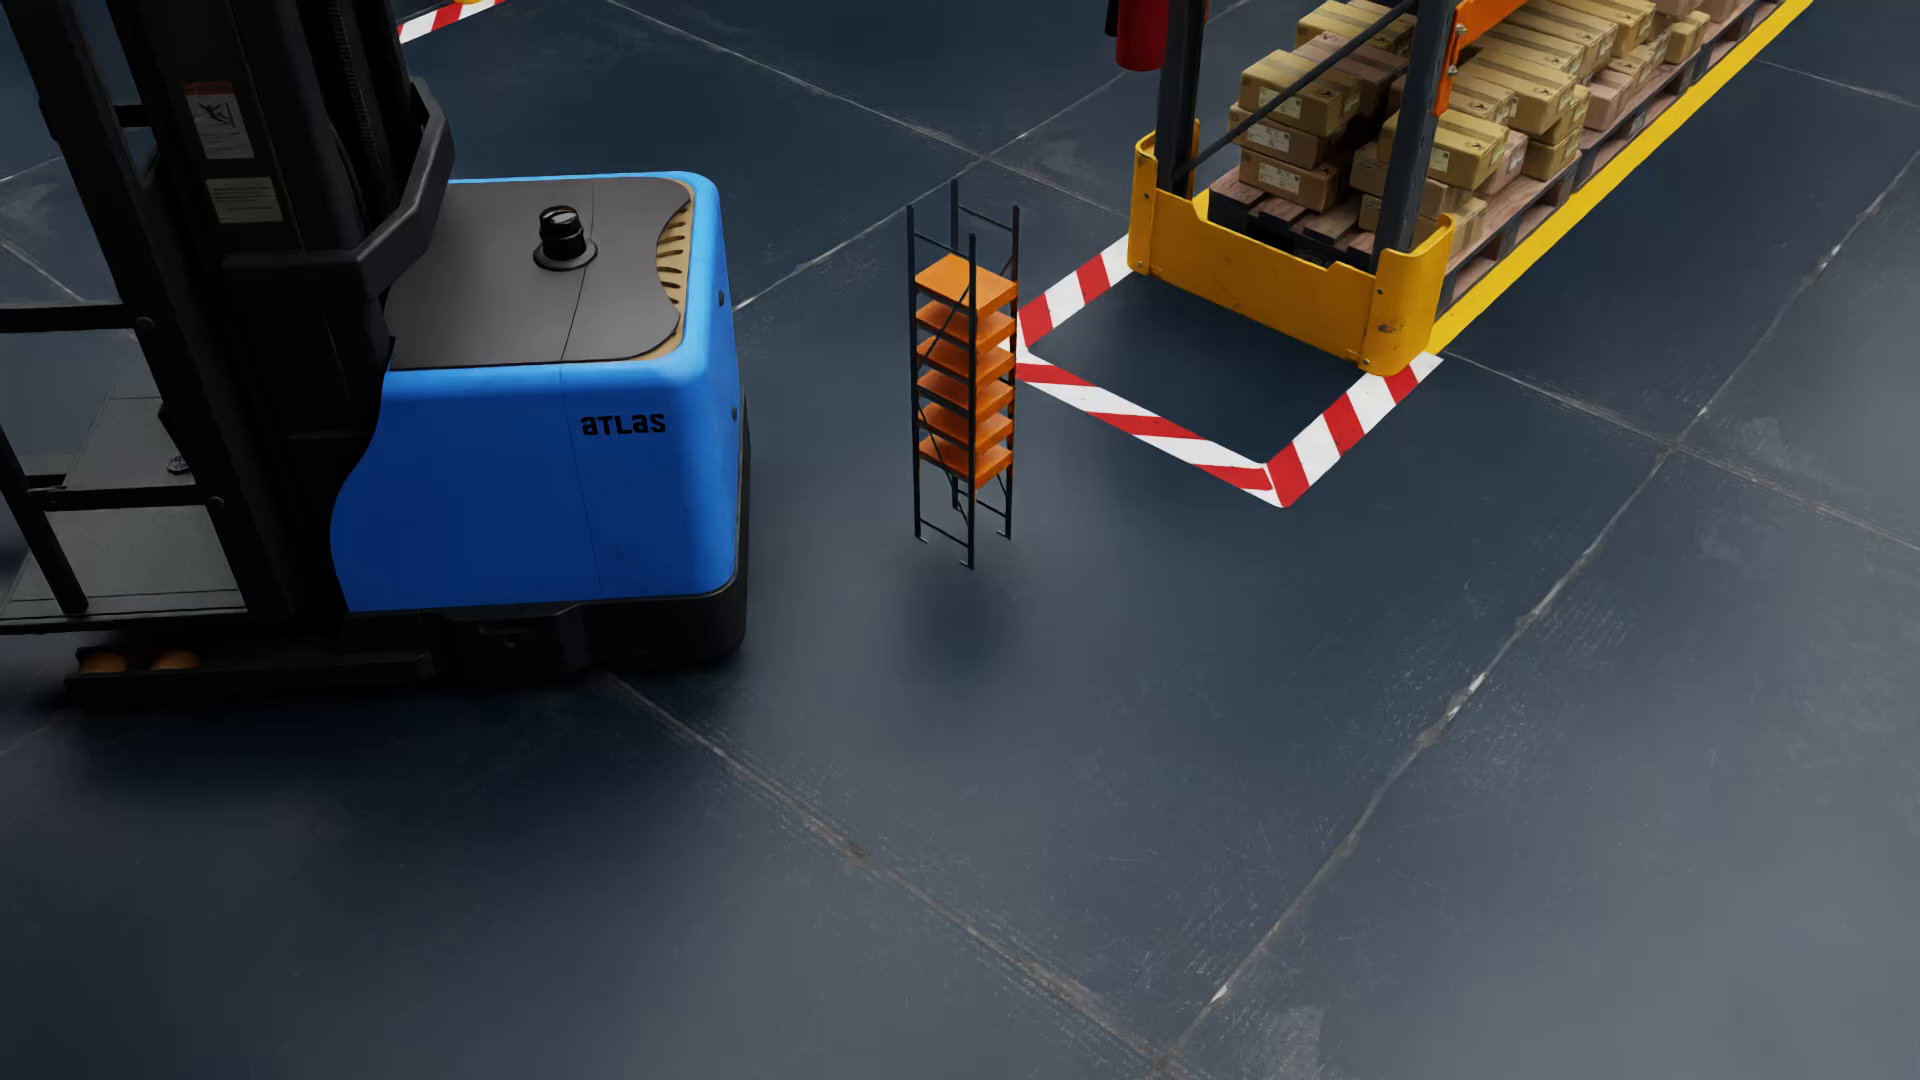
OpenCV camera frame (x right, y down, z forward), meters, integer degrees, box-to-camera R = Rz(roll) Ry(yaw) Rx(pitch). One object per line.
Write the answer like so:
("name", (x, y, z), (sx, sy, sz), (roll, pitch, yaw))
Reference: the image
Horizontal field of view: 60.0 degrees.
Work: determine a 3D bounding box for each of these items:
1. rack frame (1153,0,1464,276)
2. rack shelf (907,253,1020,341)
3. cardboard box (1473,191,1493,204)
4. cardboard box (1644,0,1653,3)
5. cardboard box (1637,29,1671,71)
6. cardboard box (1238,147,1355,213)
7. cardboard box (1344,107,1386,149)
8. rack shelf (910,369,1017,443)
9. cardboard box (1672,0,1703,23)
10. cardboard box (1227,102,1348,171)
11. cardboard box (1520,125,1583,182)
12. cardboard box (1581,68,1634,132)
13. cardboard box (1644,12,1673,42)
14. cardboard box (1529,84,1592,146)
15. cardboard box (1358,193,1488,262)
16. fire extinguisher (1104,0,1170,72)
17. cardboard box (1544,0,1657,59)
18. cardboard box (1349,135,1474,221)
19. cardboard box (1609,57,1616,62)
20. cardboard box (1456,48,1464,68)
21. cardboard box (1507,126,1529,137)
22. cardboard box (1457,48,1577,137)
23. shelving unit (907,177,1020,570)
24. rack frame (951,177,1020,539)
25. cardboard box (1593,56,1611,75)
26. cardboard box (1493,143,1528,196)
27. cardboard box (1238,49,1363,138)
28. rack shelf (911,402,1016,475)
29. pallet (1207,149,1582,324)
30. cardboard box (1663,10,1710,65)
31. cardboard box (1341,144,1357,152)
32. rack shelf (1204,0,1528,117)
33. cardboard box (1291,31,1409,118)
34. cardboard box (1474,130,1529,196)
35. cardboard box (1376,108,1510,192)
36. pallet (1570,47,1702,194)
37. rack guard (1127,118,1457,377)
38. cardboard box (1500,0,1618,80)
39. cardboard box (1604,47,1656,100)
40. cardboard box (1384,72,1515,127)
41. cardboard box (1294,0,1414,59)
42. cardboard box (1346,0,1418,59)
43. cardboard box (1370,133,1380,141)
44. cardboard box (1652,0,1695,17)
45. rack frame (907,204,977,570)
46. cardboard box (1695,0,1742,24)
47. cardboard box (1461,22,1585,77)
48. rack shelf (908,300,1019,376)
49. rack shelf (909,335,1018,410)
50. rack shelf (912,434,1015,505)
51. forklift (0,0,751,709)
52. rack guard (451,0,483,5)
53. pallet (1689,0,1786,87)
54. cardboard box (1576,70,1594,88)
("rack frame", (1.126, -1.971, 5.188), (1.000, 3.000, 0.127), (29, 50, 28))
("rack shelf", (0.009, -0.685, 4.642), (0.258, 0.103, 0.180), (29, 50, 28))
("cardboard box", (1.814, -1.373, 6.337), (0.380, 0.149, 0.250), (29, 50, 28))
("cardboard box", (2.643, -2.271, 6.883), (0.380, 0.149, 0.250), (30, 50, 29))
("cardboard box", (2.823, -2.144, 7.185), (0.380, 0.149, 0.250), (30, 50, 29))
("cardboard box", (1.305, -1.433, 6.403), (0.380, 0.149, 0.250), (30, 50, 29))
("cardboard box", (1.456, -1.688, 6.463), (0.380, 0.149, 0.250), (28, 49, 28))
("rack shelf", (0.009, -0.419, 4.884), (0.258, 0.103, 0.180), (29, 50, 28))
("cardboard box", (3.031, -2.425, 7.273), (0.380, 0.149, 0.250), (31, 51, 29))
("cardboard box", (1.247, -1.577, 6.341), (0.380, 0.149, 0.250), (28, 49, 27))
("cardboard box", (2.217, -1.588, 6.574), (0.380, 0.149, 0.250), (30, 50, 29))
("cardboard box", (2.535, -1.851, 6.863), (0.380, 0.149, 0.250), (27, 49, 27))
("cardboard box", (2.844, -2.296, 7.131), (0.380, 0.149, 0.250), (27, 49, 27))
("cardboard box", (2.217, -1.706, 6.483), (0.380, 0.149, 0.250), (31, 51, 30))
("cardboard box", (1.708, -1.203, 6.150), (0.380, 0.149, 0.250), (31, 50, 29))
("fire extinguisher", (0.610, -1.875, 5.417), (0.296, 0.674, 0.183), (29, 50, 28))
("cardboard box", (2.555, -2.101, 6.695), (0.380, 0.149, 0.250), (30, 50, 29))
("cardboard box", (1.659, -1.340, 6.080), (0.380, 0.149, 0.250), (32, 51, 30))
("cardboard box", (2.639, -2.176, 7.000), (0.380, 0.149, 0.250), (32, 51, 30))
("cardboard box", (1.832, -1.939, 6.739), (0.380, 0.149, 0.250), (29, 50, 28))
("cardboard box", (1.969, -1.621, 6.389), (0.380, 0.149, 0.250), (30, 50, 29))
("cardboard box", (2.068, -1.683, 6.236), (0.380, 0.149, 0.250), (29, 50, 28))
("shelving unit", (0.009, -0.451, 4.855), (0.258, 1.200, 0.189), (29, 50, 28))
("rack frame", (0.068, -0.498, 4.906), (0.240, 1.200, 0.006), (29, 50, 28))
("cardboard box", (2.458, -2.042, 6.852), (0.380, 0.149, 0.250), (32, 51, 30))
("cardboard box", (1.968, -1.504, 6.481), (0.380, 0.149, 0.250), (30, 50, 29))
("cardboard box", (1.272, -1.674, 6.226), (0.380, 0.149, 0.250), (30, 50, 29))
("rack shelf", (0.009, -0.330, 4.965), (0.258, 0.103, 0.180), (29, 50, 28))
("pallet", (1.725, -1.381, 6.612), (1.003, 0.211, 1.213), (29, 50, 28))
("cardboard box", (3.042, -2.249, 7.301), (0.380, 0.149, 0.250), (29, 50, 28))
("cardboard box", (1.393, -1.609, 6.597), (0.380, 0.149, 0.250), (31, 51, 30))
("rack shelf", (2.413, -2.735, 6.563), (1.077, 0.370, 4.000), (29, 50, 28))
("cardboard box", (1.478, -1.779, 6.341), (0.380, 0.149, 0.250), (30, 50, 29))
("cardboard box", (1.879, -1.457, 6.208), (0.380, 0.149, 0.250), (29, 50, 28))
("cardboard box", (1.723, -1.414, 5.941), (0.380, 0.149, 0.250), (27, 49, 27))
("pallet", (2.510, -2.007, 7.300), (1.003, 0.211, 1.213), (29, 50, 28))
("rack guard", (1.175, -1.085, 6.072), (1.175, 0.500, 0.348), (29, 50, 28))
("cardboard box", (2.350, -1.985, 6.568), (0.380, 0.149, 0.250), (32, 51, 30))
("cardboard box", (2.693, -2.005, 7.032), (0.380, 0.149, 0.250), (30, 50, 28))
("cardboard box", (1.808, -1.608, 6.154), (0.380, 0.149, 0.250), (30, 50, 29))
("cardboard box", (1.548, -1.967, 6.548), (0.380, 0.149, 0.250), (28, 49, 28))
("cardboard box", (1.763, -2.073, 6.665), (0.380, 0.149, 0.250), (27, 49, 27))
("cardboard box", (1.629, -1.708, 6.706), (0.380, 0.149, 0.250), (29, 50, 28))
("cardboard box", (2.887, -2.352, 6.972), (0.380, 0.149, 0.250), (28, 49, 27))
("rack frame", (-0.050, -0.404, 4.803), (0.240, 1.200, 0.006), (29, 50, 28))
("cardboard box", (3.356, -2.520, 7.599), (0.380, 0.149, 0.250), (28, 49, 27))
("cardboard box", (2.165, -1.846, 6.416), (0.380, 0.149, 0.250), (27, 49, 27))
("rack shelf", (0.009, -0.596, 4.723), (0.258, 0.103, 0.180), (29, 50, 28))
("rack shelf", (0.009, -0.507, 4.804), (0.258, 0.103, 0.180), (29, 50, 28))
("rack shelf", (0.009, -0.241, 5.046), (0.258, 0.103, 0.180), (29, 50, 28))
("forklift", (-2.168, -0.976, 4.144), (3.031, 2.935, 1.130), (-3, 42, -3))
("rack guard", (-2.744, -3.125, 8.315), (1.175, 0.500, 0.348), (29, 50, 28))
("pallet", (3.295, -2.638, 7.994), (1.003, 0.211, 1.213), (29, 50, 28))
("cardboard box", (2.315, -1.884, 6.678), (0.380, 0.149, 0.250), (27, 49, 27))
